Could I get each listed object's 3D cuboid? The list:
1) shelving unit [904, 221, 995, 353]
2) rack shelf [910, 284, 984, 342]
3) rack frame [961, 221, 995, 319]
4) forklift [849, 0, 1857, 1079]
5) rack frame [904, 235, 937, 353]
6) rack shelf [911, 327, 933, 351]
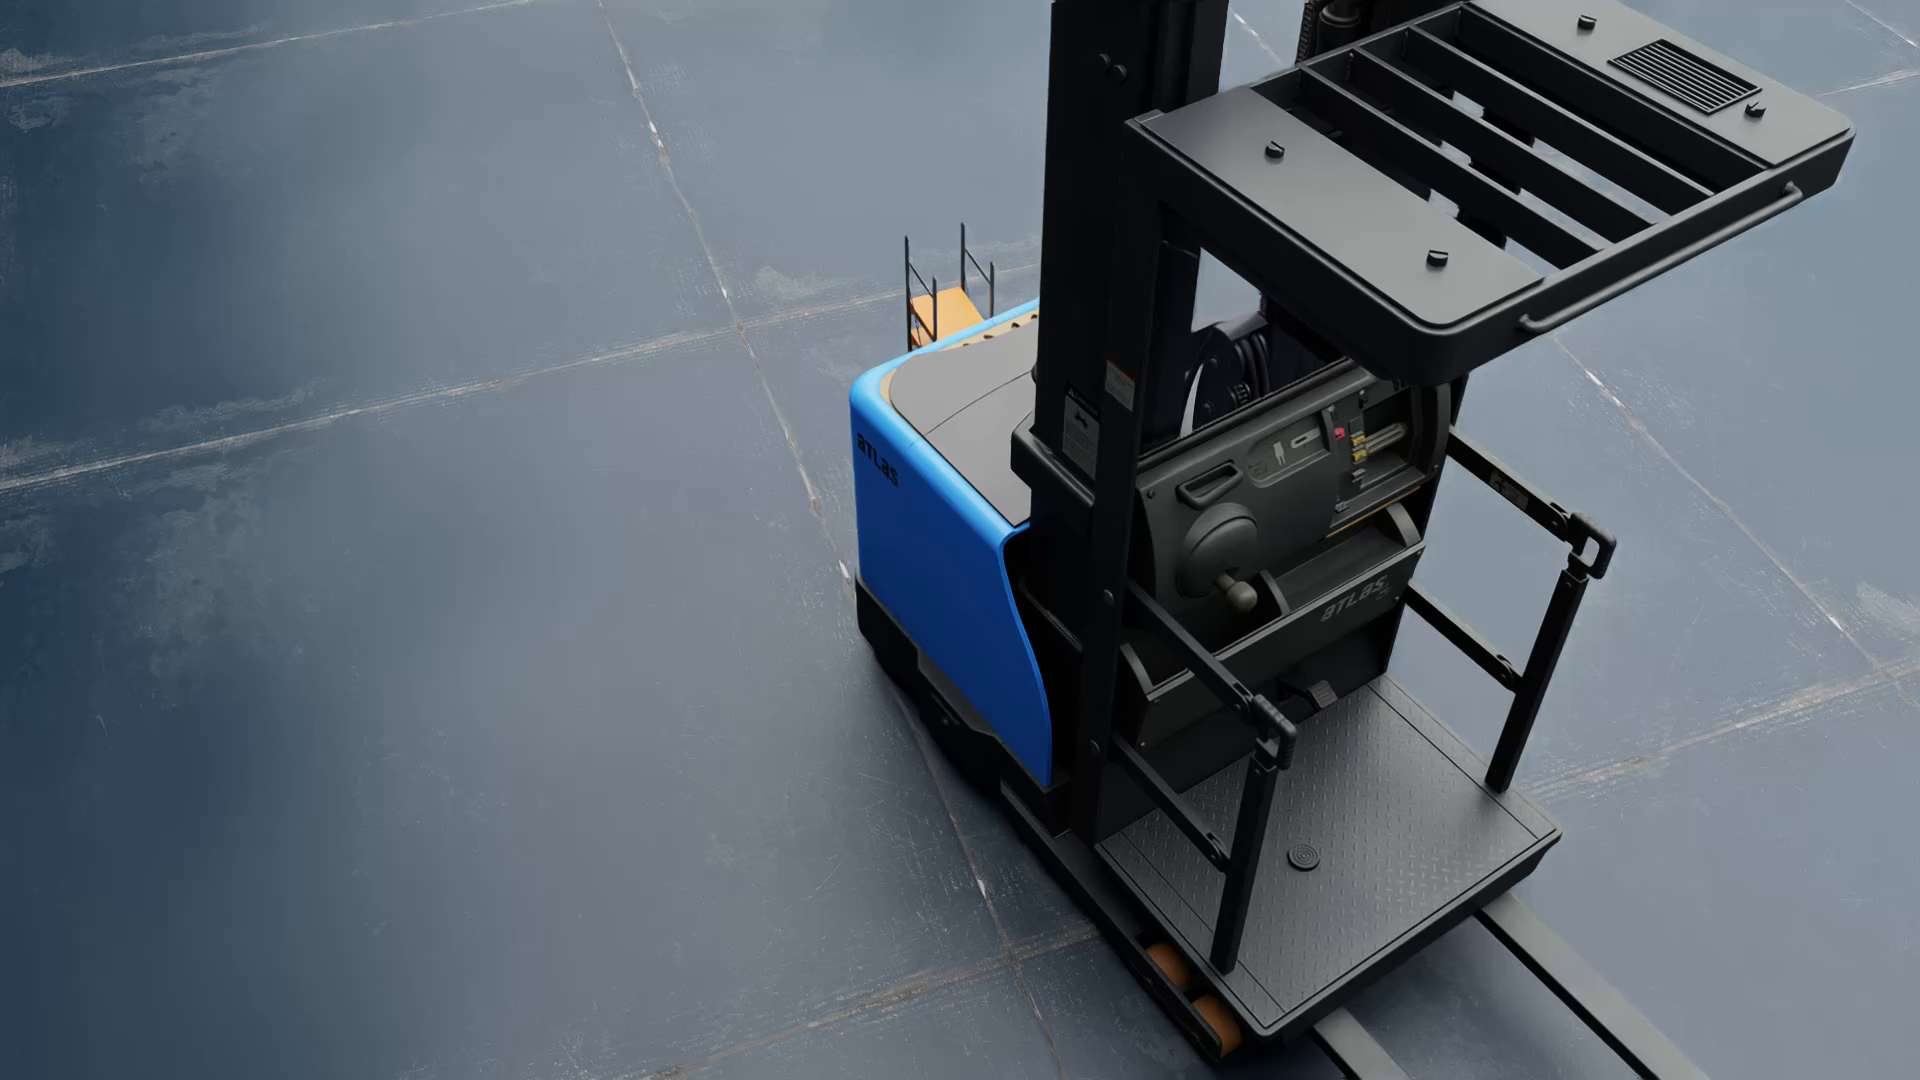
[{"bbox_3d":[-0.033,-0.434,5.335,0.189,1.200,0.258,-17,47,-16],"label":"shelving unit"},{"bbox_3d":[-0.033,-0.657,5.112,0.180,0.103,0.258,-17,47,-16],"label":"rack shelf"},{"bbox_3d":[0.052,-0.459,5.361,0.006,1.200,0.240,-17,47,-16],"label":"rack frame"},{"bbox_3d":[0.915,-0.065,3.745,1.130,2.935,3.031,-26,51,-23],"label":"forklift"},{"bbox_3d":[-0.117,-0.409,5.310,0.006,1.200,0.240,-17,47,-16],"label":"rack frame"},{"bbox_3d":[-0.033,-0.572,5.197,0.180,0.103,0.258,-17,47,-16],"label":"rack shelf"}]
